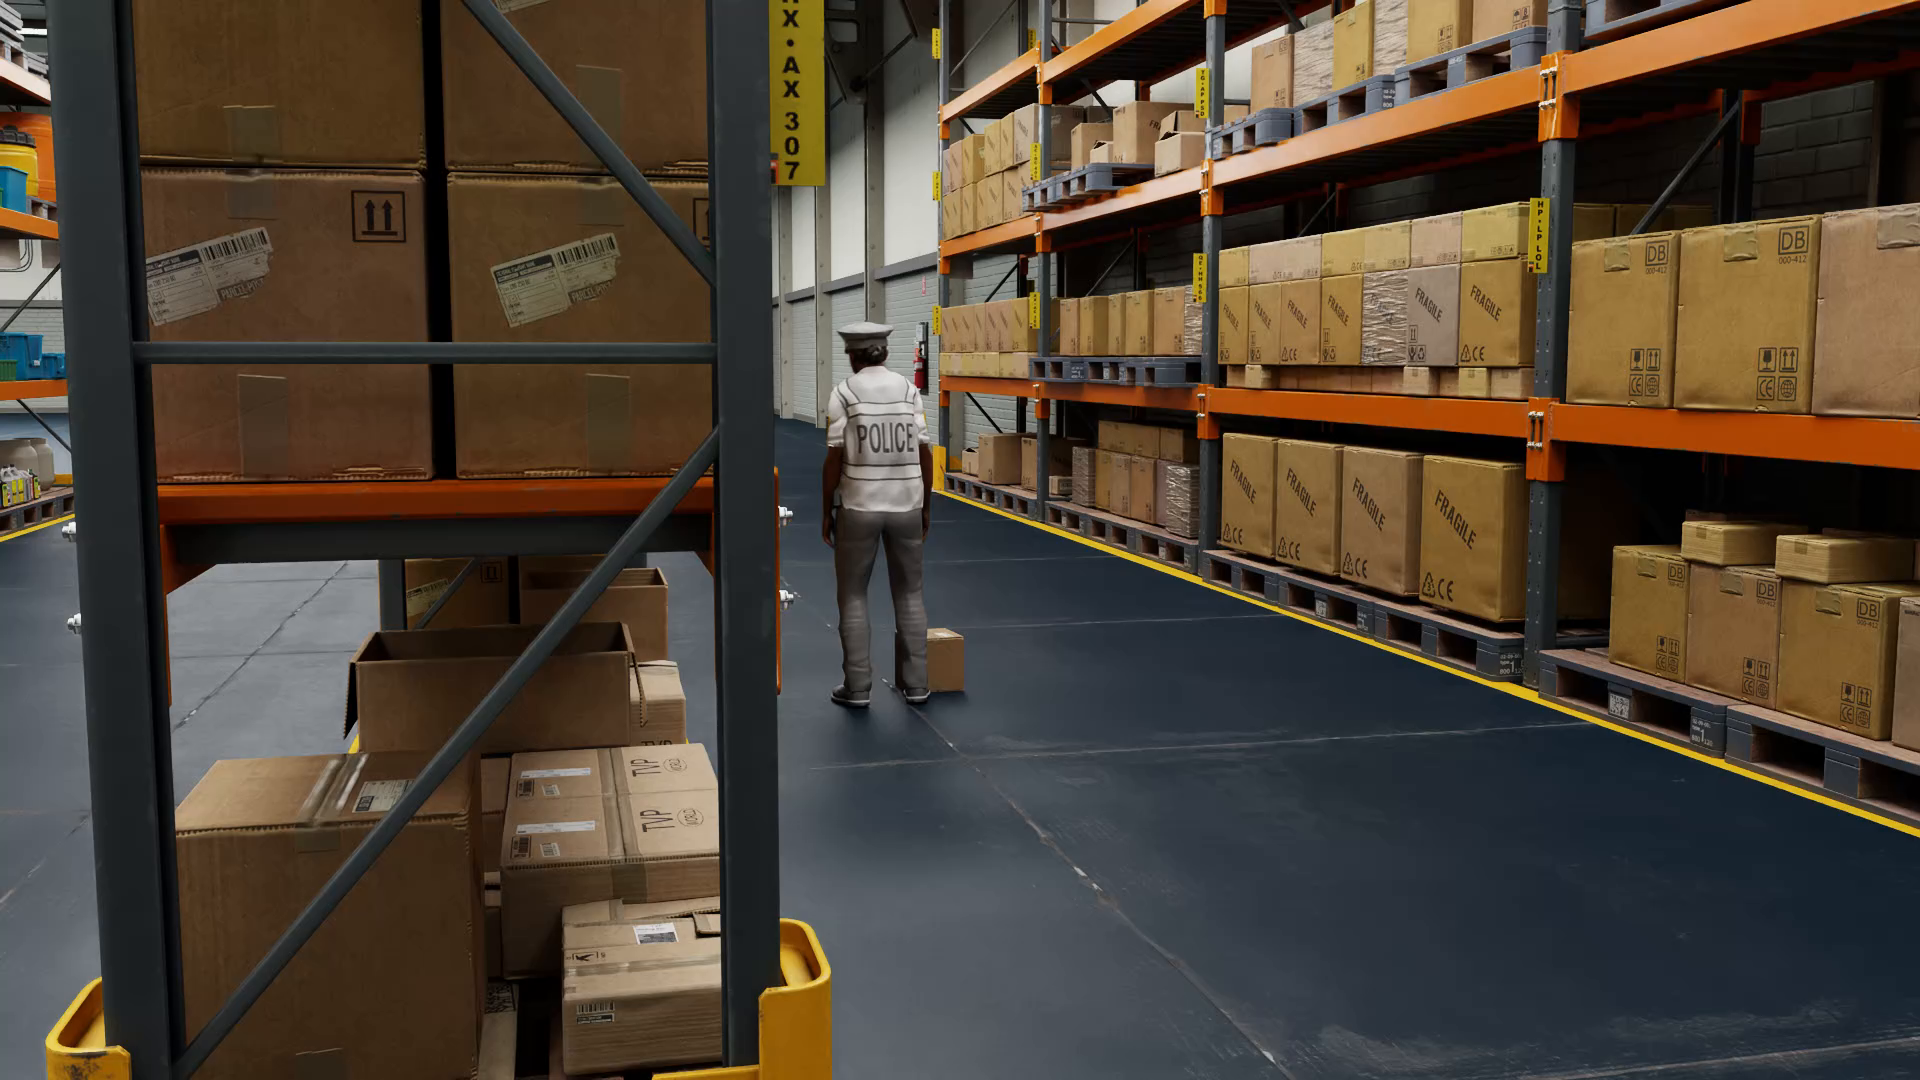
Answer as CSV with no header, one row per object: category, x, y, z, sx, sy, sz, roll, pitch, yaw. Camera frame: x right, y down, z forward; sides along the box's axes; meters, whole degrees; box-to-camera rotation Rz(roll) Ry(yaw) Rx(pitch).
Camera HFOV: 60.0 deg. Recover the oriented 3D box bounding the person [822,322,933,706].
person,-0.353,-0.111,7.213,0.513,1.656,0.395,-2,7,-18
